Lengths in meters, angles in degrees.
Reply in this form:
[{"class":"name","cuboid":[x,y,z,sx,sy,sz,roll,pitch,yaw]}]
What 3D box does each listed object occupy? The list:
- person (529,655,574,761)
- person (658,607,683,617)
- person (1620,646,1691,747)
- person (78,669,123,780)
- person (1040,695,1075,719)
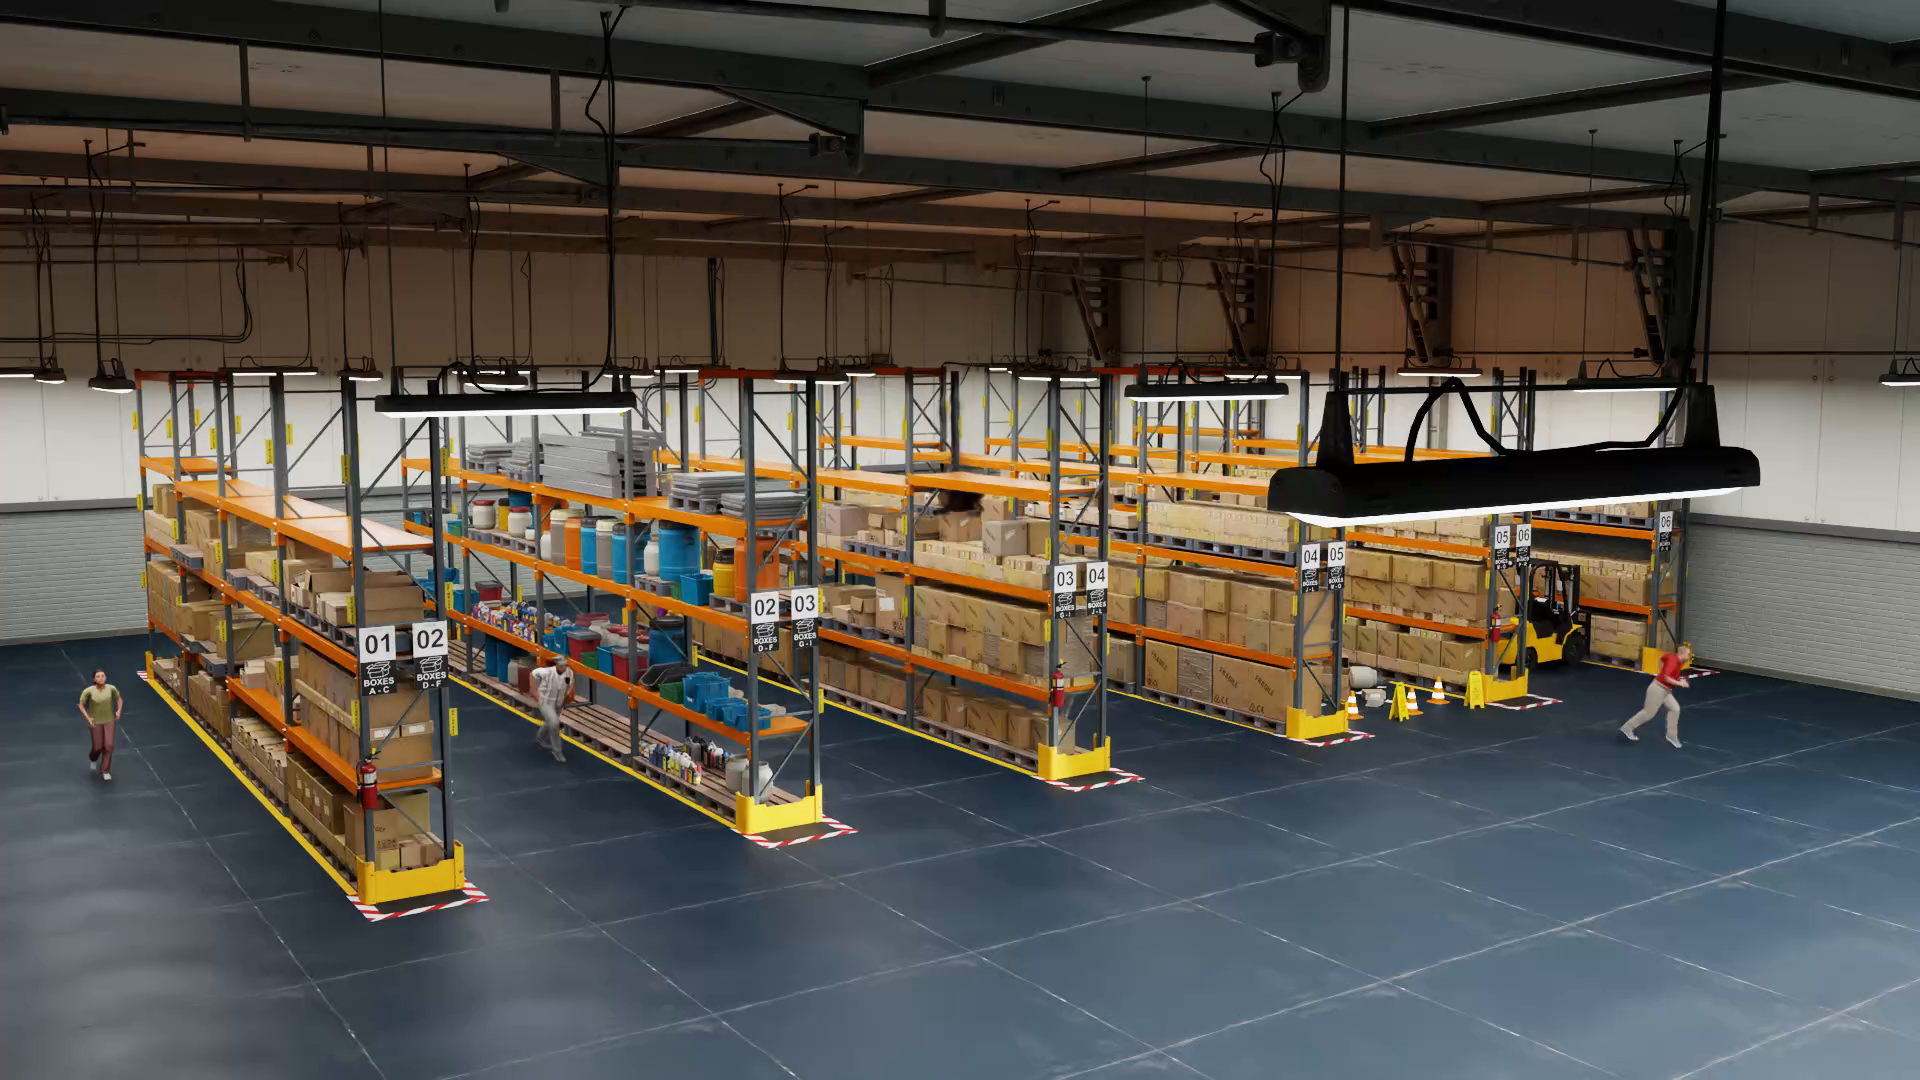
[{"class":"person","cuboid":[-6.438,2.605,26.065,0.707,1.721,1.022,-6,9,-41]},{"class":"person","cuboid":[-5.651,1.802,32.565,0.675,1.827,0.863,-4,8,-34]},{"class":"person","cuboid":[11.248,2.521,26.905,1.005,1.698,0.708,3,7,24]},{"class":"person","cuboid":[-12.820,2.724,24.852,0.600,1.647,0.605,-5,8,-39]},{"class":"person","cuboid":[1.740,2.286,28.575,0.874,1.718,0.655,5,8,35]}]
